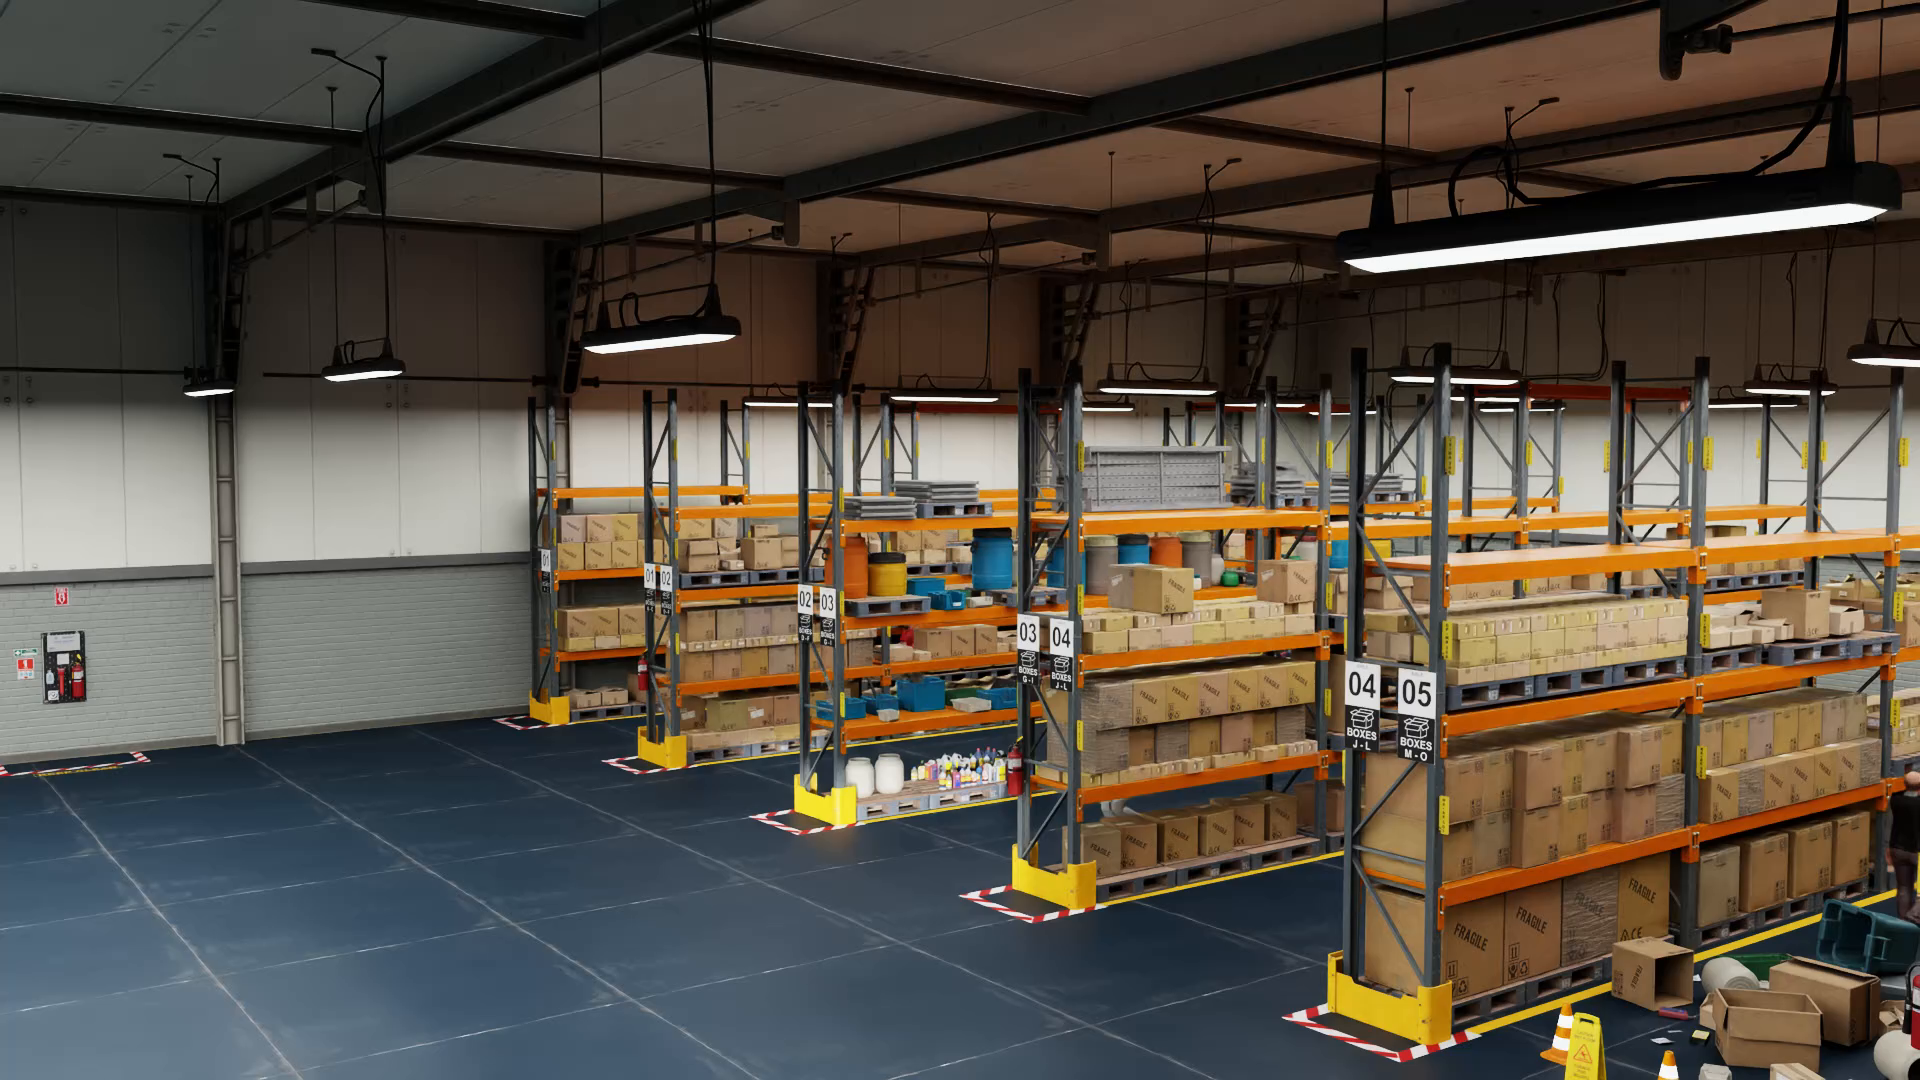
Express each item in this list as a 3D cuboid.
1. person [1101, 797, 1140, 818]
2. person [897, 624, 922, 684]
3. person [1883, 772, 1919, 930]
[{"bbox_3d":[2.074,3.093,21.384,0.681,1.634,0.537,-1,4,-21],"label":"person"},{"bbox_3d":[-1.034,2.388,32.817,0.744,1.771,0.559,-2,4,-32],"label":"person"},{"bbox_3d":[9.928,3.283,17.349,0.517,1.722,0.576,-2,4,-35],"label":"person"}]
